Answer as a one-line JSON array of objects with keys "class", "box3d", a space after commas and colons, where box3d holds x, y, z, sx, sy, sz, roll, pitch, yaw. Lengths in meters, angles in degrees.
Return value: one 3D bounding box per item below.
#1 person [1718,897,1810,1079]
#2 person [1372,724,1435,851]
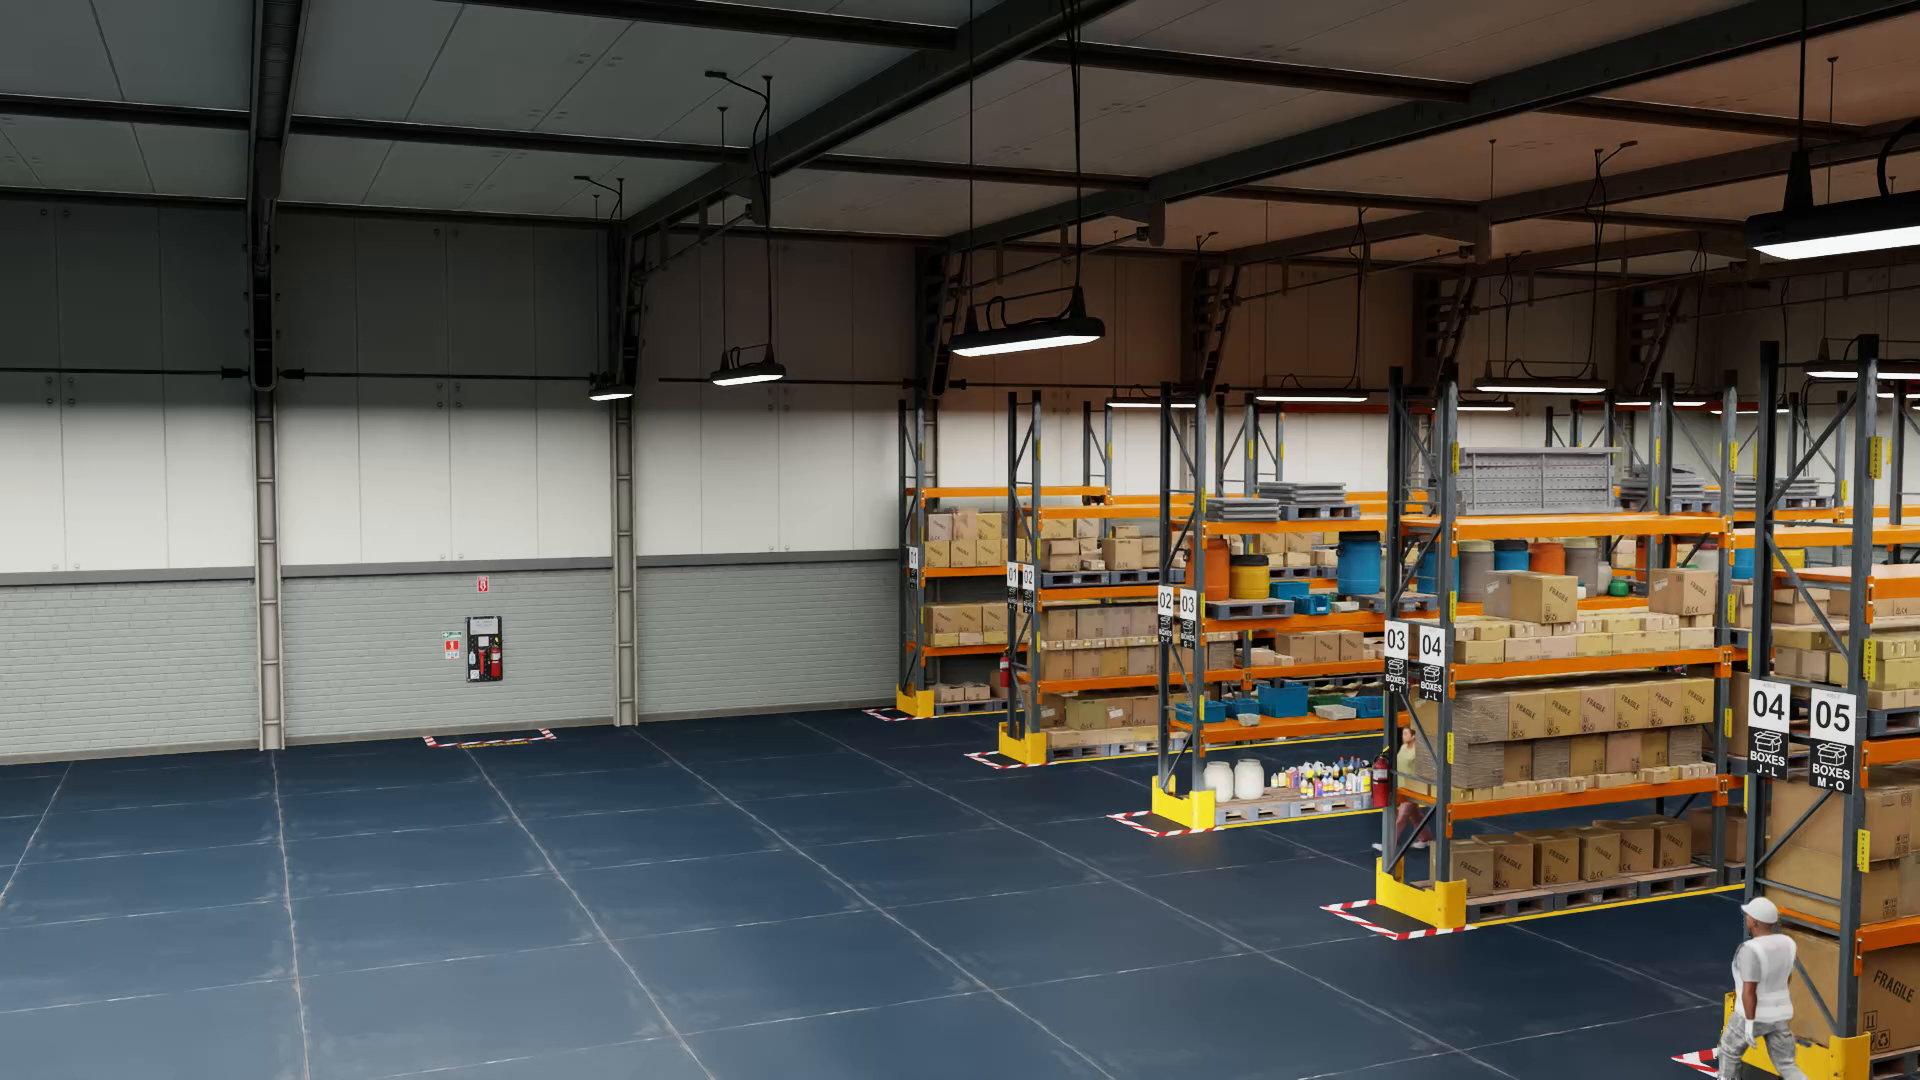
[{"class": "person", "box3d": [6.036, 3.557, 12.485, 0.551, 1.745, 1.065, -1, 4, -24]}, {"class": "person", "box3d": [5.555, 3.112, 20.888, 1.055, 1.612, 0.481, -1, 4, -19]}]
